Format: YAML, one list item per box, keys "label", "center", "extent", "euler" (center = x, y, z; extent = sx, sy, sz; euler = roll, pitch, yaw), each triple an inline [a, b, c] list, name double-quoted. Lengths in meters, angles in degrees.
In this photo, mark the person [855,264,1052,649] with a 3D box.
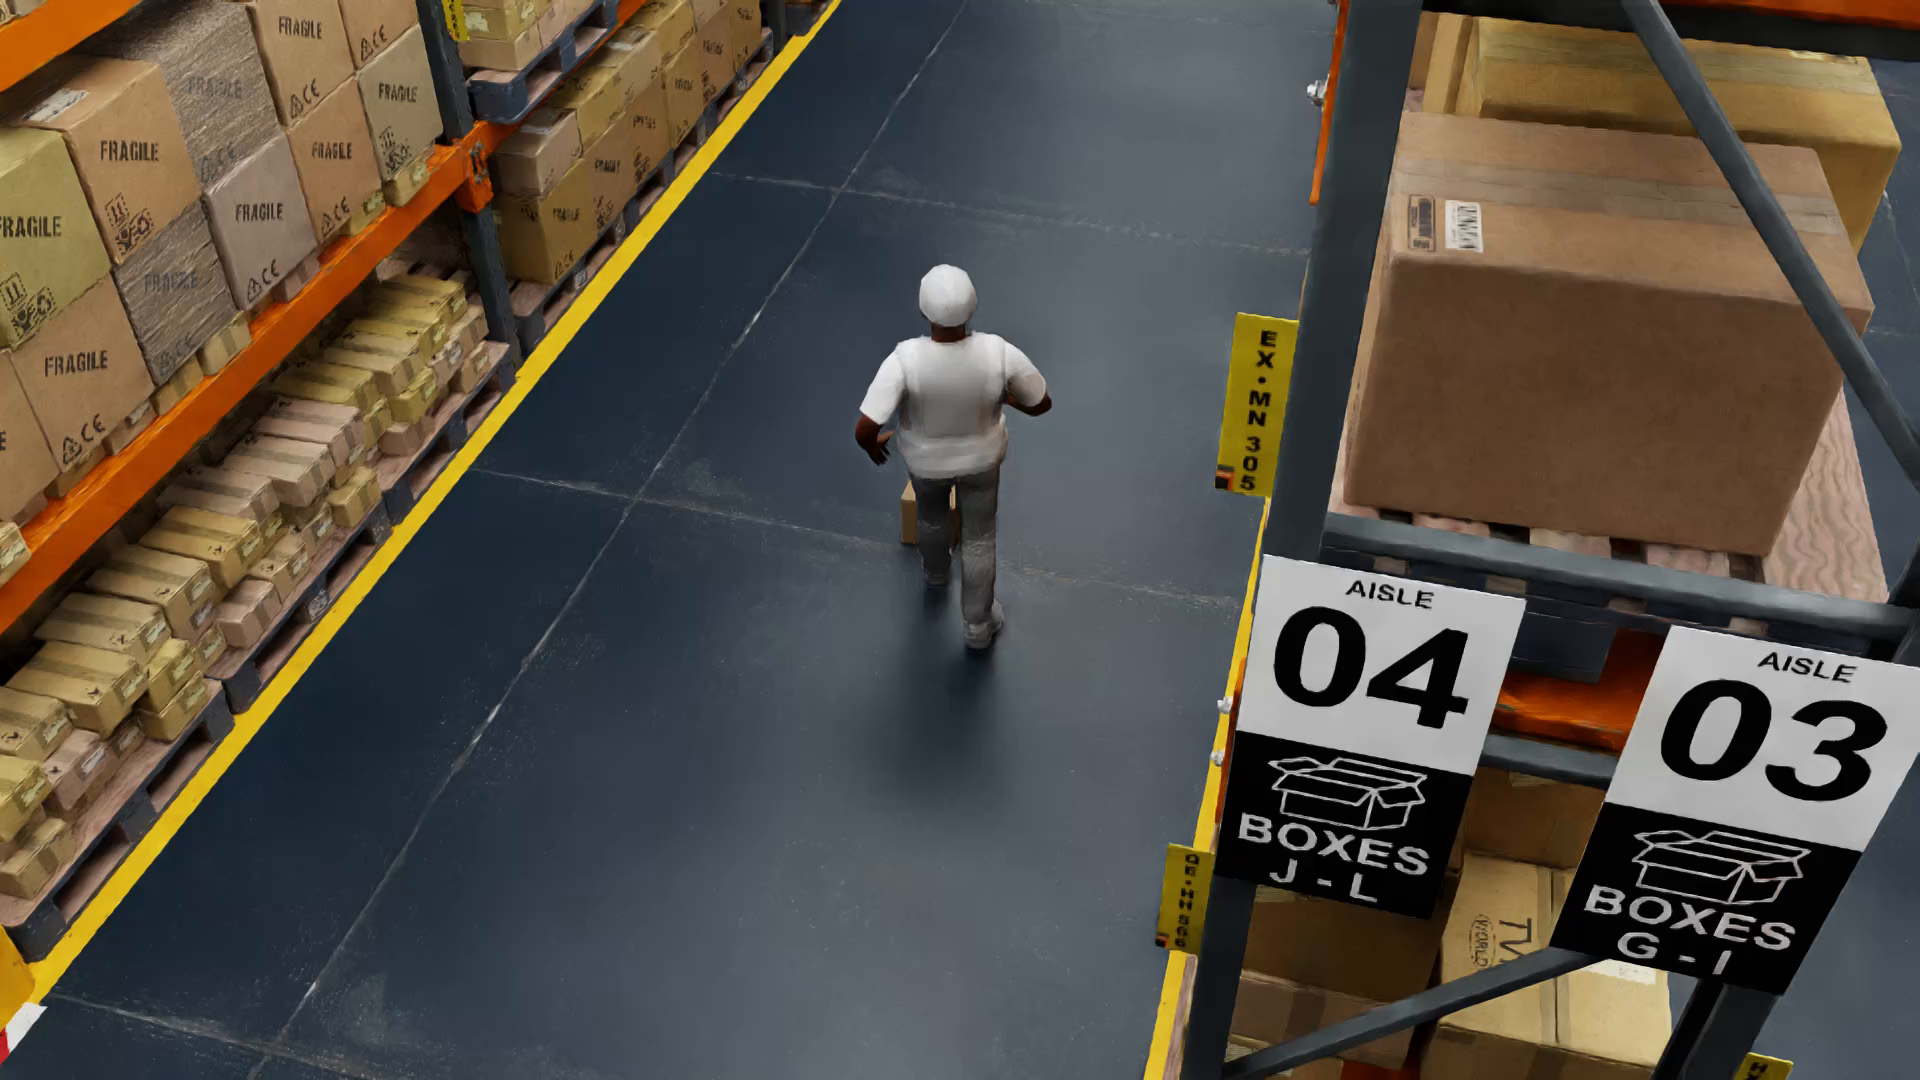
- label: "person"
  center: [-0.037, -0.411, 6.611]
  extent: [0.750, 1.766, 0.739]
  euler: [-2, 41, -3]
